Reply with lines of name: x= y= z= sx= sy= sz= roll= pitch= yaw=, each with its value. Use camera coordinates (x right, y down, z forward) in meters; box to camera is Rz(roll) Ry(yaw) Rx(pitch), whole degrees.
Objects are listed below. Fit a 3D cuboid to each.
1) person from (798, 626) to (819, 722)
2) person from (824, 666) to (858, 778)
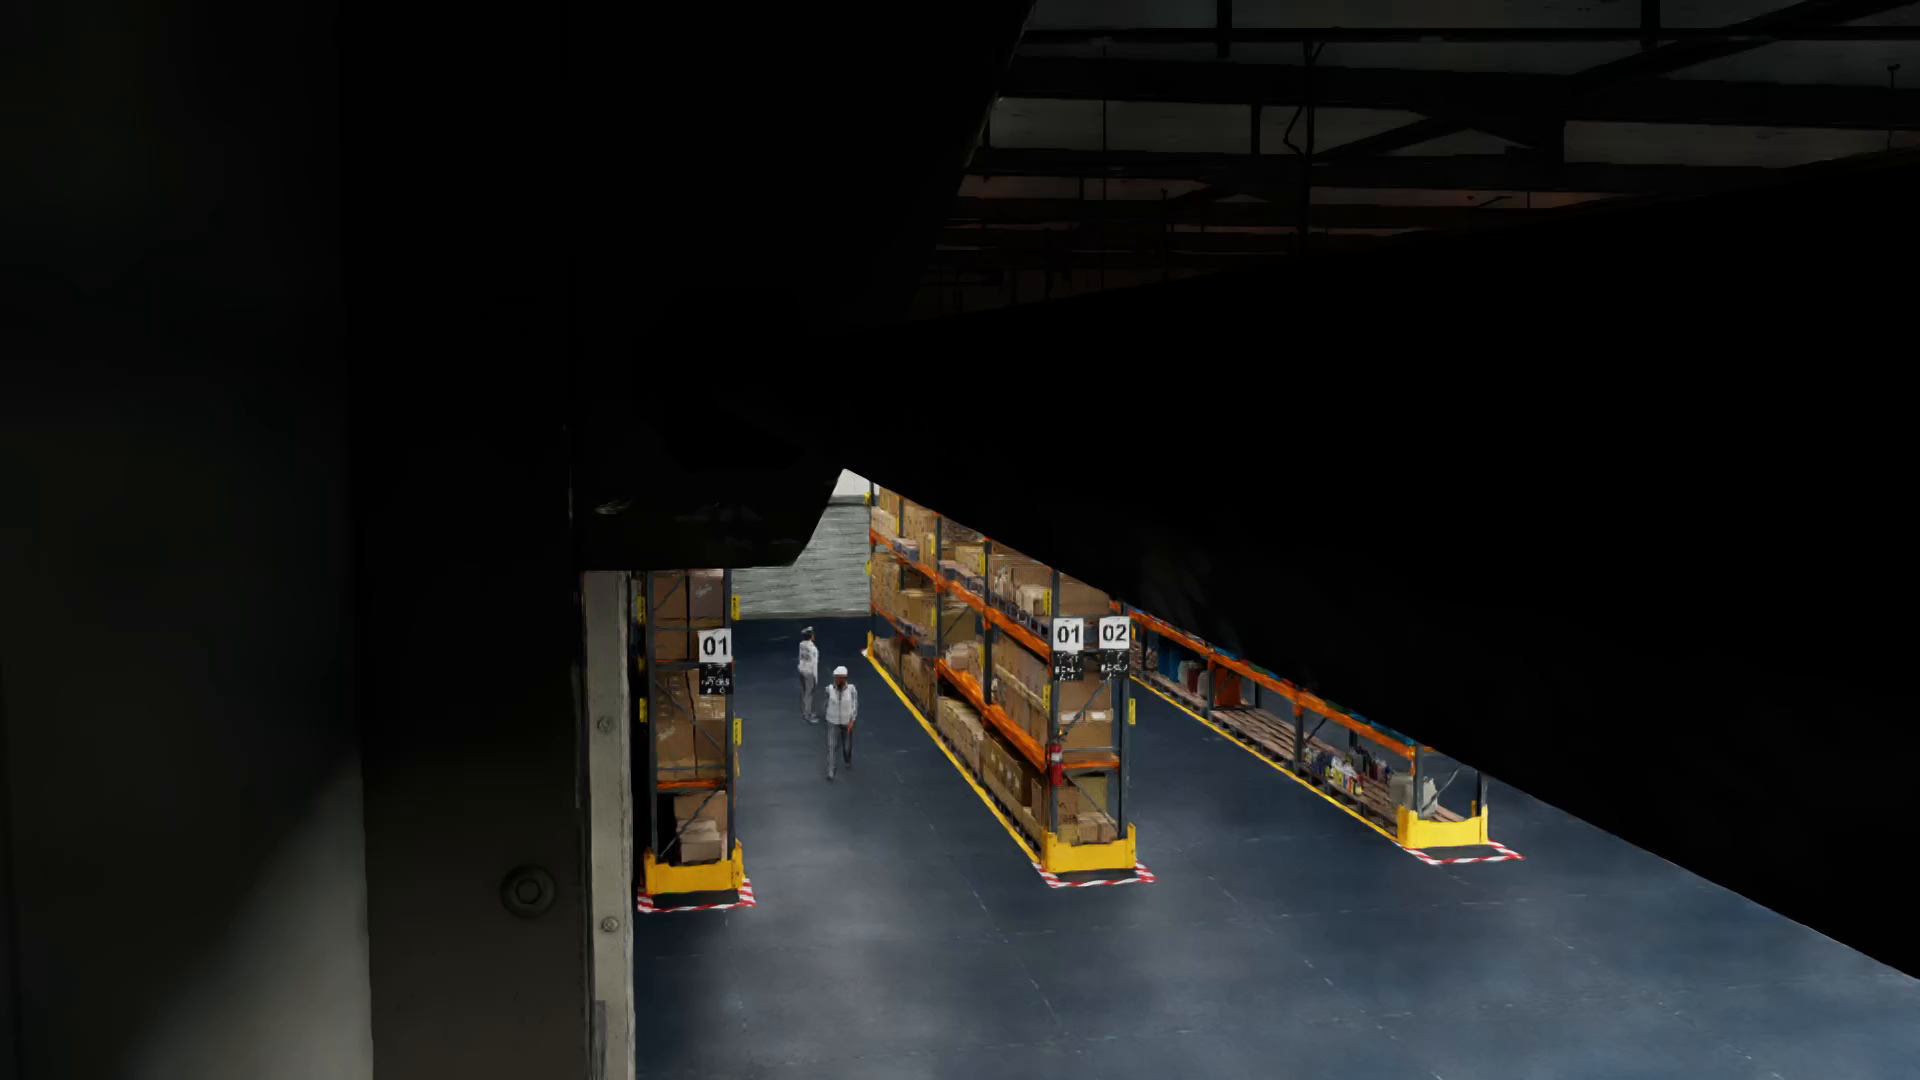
person: x=-2.675 y=2.382 z=29.717 sx=0.433 sy=1.684 sz=0.553 roll=-4 pitch=7 yaw=-37
person: x=-1.837 y=2.787 z=25.715 sx=0.539 sy=1.715 sz=1.031 roll=0 pitch=6 yaw=-3
